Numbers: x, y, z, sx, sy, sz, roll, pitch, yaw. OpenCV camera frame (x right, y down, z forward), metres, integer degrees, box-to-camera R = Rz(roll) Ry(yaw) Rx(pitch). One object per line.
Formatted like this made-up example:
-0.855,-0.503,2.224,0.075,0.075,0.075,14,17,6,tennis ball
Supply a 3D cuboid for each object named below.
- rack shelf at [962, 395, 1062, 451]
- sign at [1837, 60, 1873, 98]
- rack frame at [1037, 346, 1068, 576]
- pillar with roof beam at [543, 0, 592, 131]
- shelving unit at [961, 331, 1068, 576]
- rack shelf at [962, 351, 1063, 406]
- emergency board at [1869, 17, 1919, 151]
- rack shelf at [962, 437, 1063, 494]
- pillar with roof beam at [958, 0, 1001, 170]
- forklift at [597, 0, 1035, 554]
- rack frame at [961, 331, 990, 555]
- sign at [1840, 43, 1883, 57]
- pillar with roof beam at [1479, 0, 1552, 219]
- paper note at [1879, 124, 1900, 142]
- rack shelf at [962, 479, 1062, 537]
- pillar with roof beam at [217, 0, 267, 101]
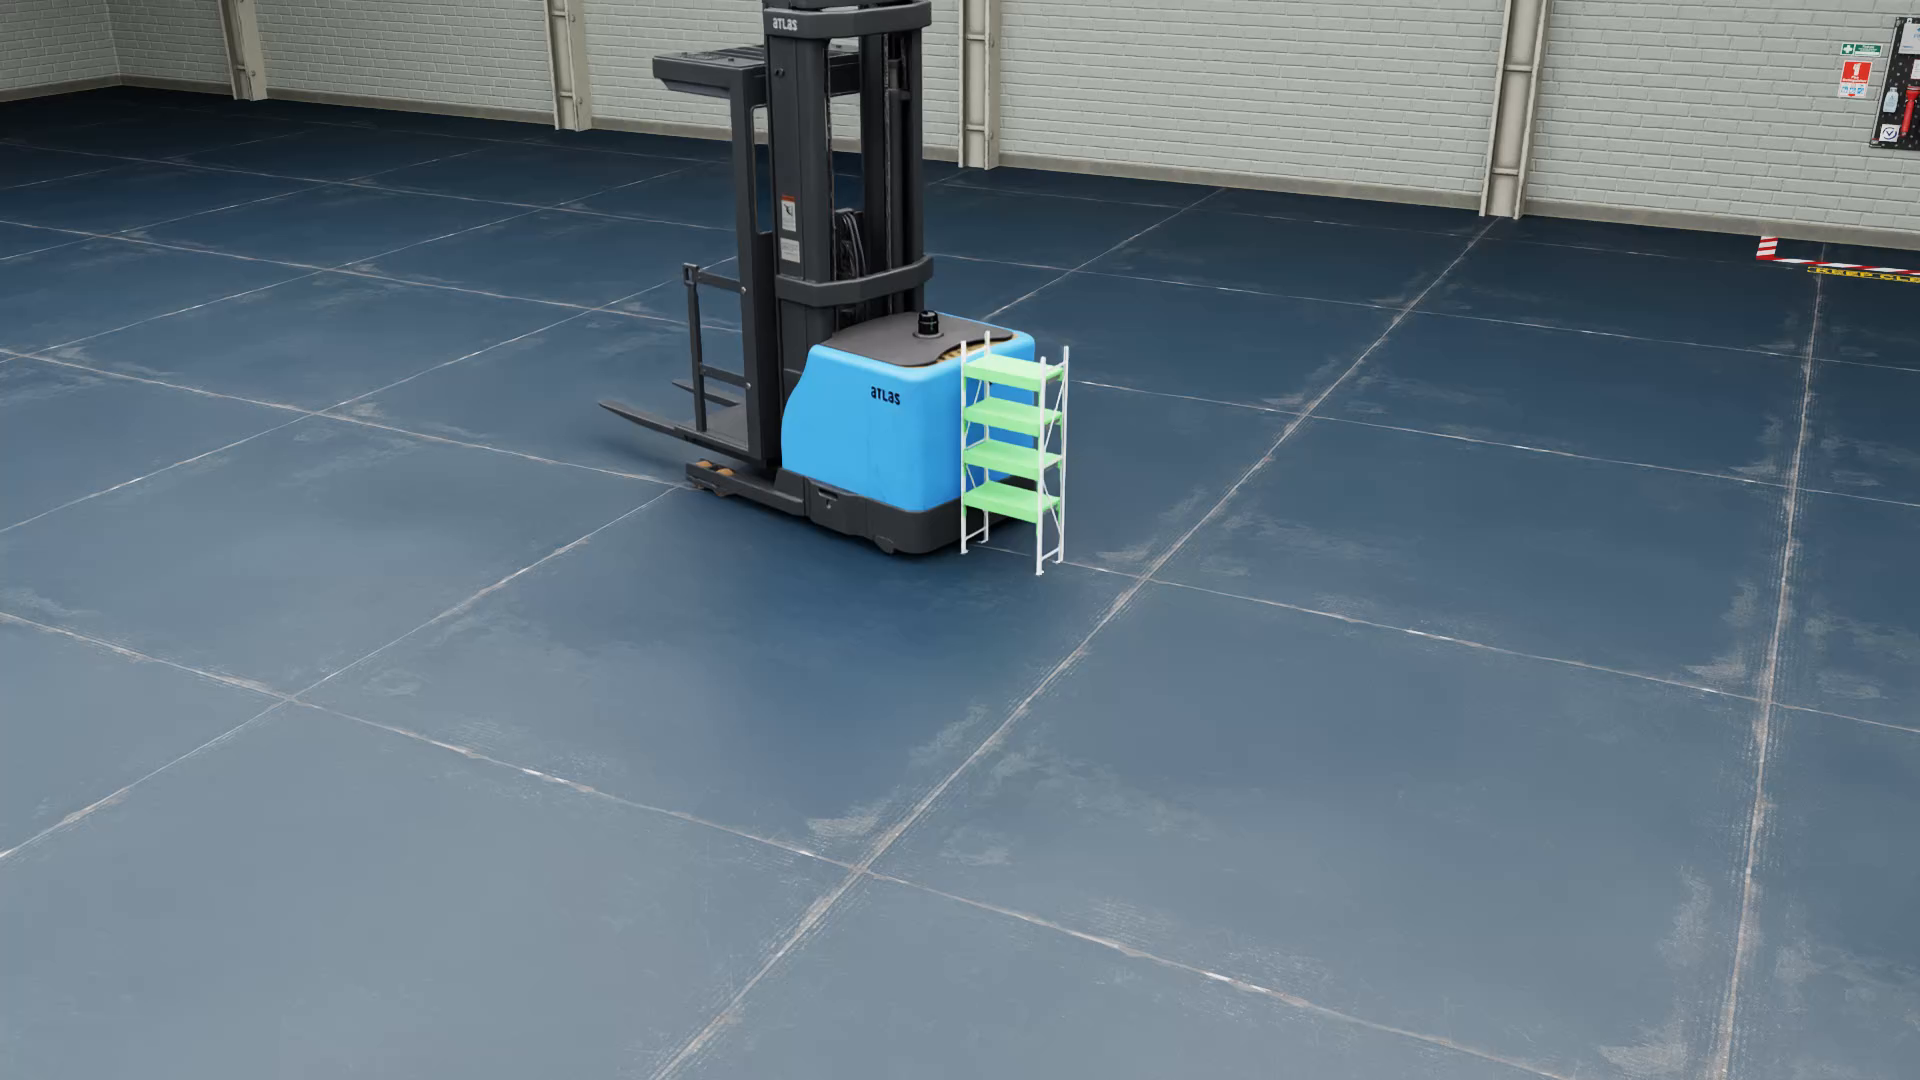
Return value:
0.281,-0.618,8.720,0.480,0.148,0.258,15,27,32,rack shelf
8.298,-4.274,15.421,0.234,0.329,0.001,11,25,25,sign
0.481,-0.401,8.660,0.015,1.200,0.240,15,27,32,rack frame
-7.073,-8.109,16.820,0.400,9.000,9.100,11,25,25,pillar with roof beam
0.281,-0.456,8.789,0.503,1.200,0.258,15,27,32,shelving unit
0.281,-0.839,8.626,0.480,0.148,0.258,15,27,32,rack shelf
8.745,-4.124,15.113,0.643,1.169,0.194,11,25,25,emergency board
0.281,-0.397,8.814,0.480,0.148,0.258,15,27,32,rack shelf
-1.718,-7.050,14.329,0.400,9.000,9.100,11,25,25,pillar with roof beam
-1.004,-1.739,9.594,3.031,2.935,1.130,19,30,38,forklift
0.081,-0.511,8.918,0.015,1.200,0.240,15,27,32,rack frame
8.298,-4.514,15.308,0.331,0.109,0.001,11,25,25,sign
3.636,-5.991,11.838,0.400,9.000,9.100,11,25,25,pillar with roof beam
8.618,-3.774,15.416,0.142,0.148,0.016,11,25,25,paper note
0.281,-0.176,8.908,0.480,0.148,0.258,15,27,32,rack shelf
-12.427,-9.169,19.312,0.400,9.000,9.100,11,25,25,pillar with roof beam
